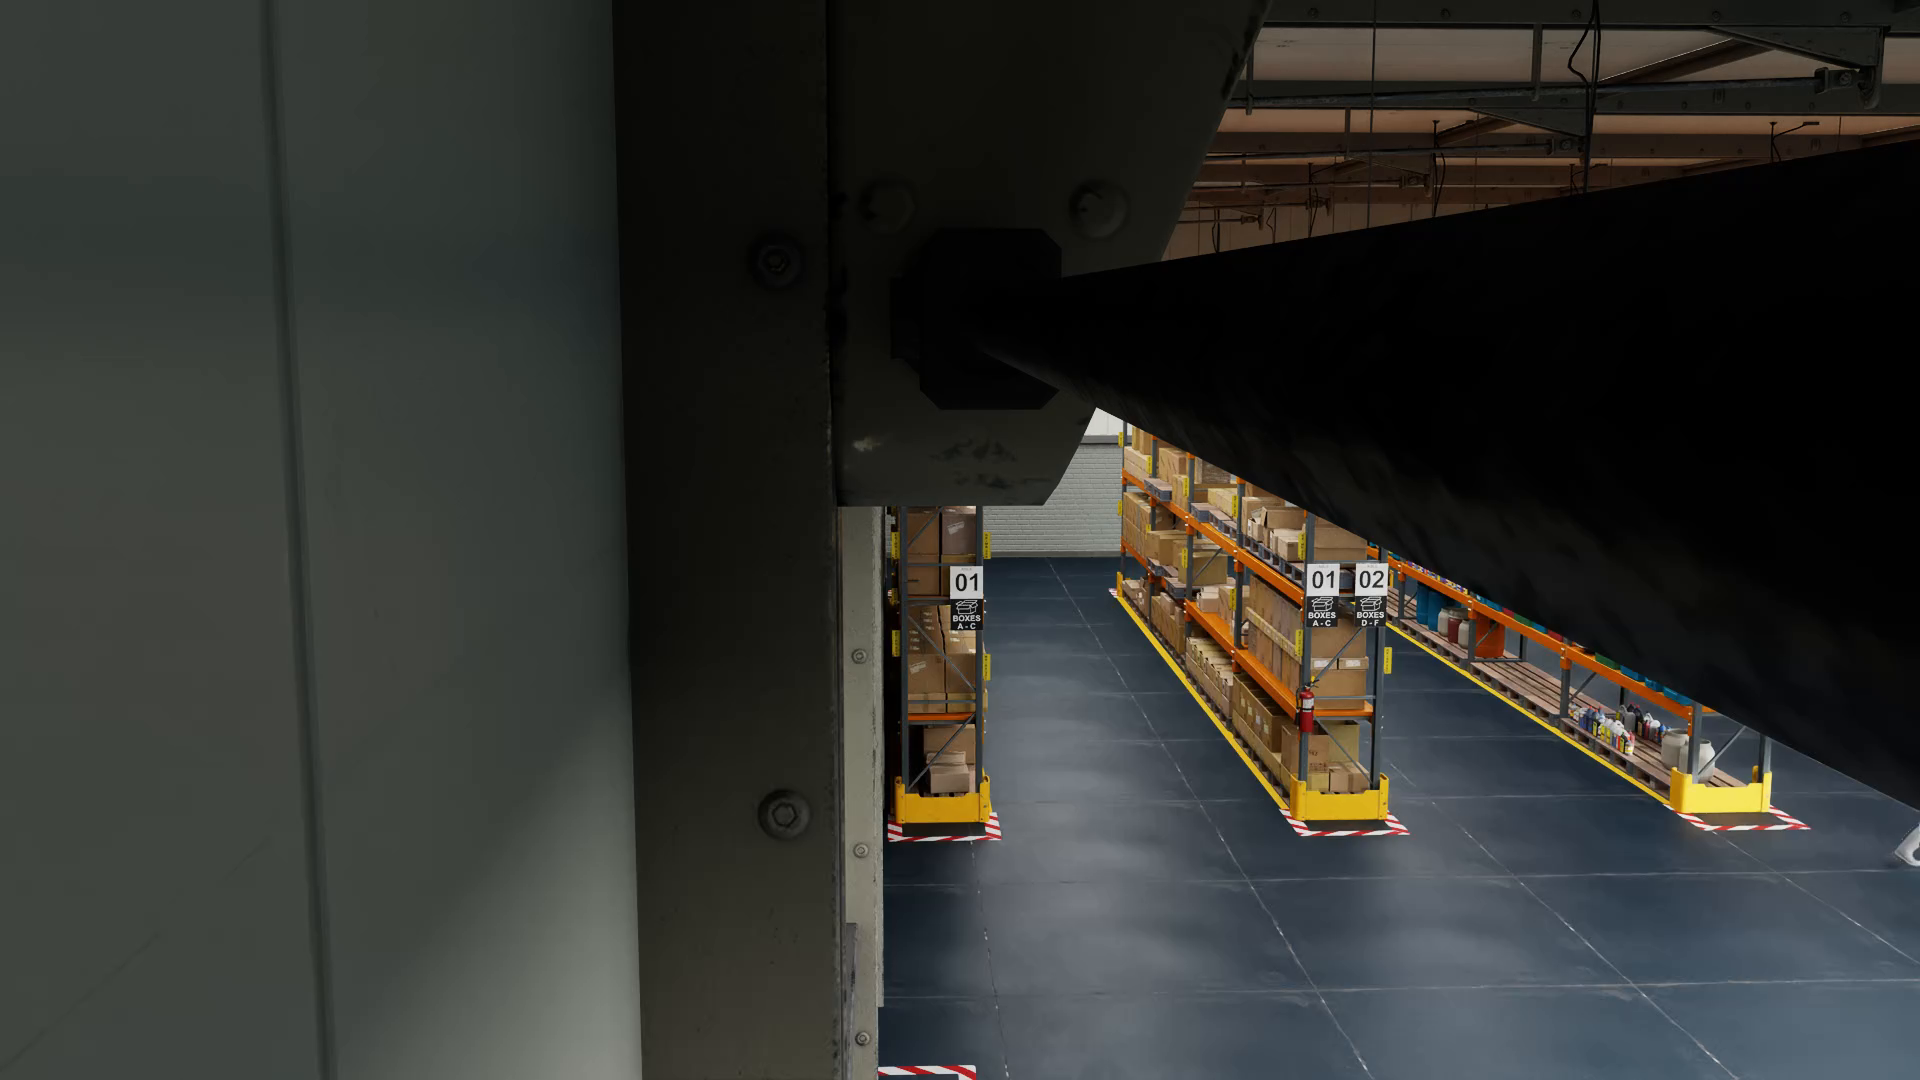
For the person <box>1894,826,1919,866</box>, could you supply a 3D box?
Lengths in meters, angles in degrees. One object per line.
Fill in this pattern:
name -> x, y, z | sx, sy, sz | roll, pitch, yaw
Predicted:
person -> 11.050, 2.893, 18.651 | 0.882, 1.738, 0.585 | 5, 10, 34
